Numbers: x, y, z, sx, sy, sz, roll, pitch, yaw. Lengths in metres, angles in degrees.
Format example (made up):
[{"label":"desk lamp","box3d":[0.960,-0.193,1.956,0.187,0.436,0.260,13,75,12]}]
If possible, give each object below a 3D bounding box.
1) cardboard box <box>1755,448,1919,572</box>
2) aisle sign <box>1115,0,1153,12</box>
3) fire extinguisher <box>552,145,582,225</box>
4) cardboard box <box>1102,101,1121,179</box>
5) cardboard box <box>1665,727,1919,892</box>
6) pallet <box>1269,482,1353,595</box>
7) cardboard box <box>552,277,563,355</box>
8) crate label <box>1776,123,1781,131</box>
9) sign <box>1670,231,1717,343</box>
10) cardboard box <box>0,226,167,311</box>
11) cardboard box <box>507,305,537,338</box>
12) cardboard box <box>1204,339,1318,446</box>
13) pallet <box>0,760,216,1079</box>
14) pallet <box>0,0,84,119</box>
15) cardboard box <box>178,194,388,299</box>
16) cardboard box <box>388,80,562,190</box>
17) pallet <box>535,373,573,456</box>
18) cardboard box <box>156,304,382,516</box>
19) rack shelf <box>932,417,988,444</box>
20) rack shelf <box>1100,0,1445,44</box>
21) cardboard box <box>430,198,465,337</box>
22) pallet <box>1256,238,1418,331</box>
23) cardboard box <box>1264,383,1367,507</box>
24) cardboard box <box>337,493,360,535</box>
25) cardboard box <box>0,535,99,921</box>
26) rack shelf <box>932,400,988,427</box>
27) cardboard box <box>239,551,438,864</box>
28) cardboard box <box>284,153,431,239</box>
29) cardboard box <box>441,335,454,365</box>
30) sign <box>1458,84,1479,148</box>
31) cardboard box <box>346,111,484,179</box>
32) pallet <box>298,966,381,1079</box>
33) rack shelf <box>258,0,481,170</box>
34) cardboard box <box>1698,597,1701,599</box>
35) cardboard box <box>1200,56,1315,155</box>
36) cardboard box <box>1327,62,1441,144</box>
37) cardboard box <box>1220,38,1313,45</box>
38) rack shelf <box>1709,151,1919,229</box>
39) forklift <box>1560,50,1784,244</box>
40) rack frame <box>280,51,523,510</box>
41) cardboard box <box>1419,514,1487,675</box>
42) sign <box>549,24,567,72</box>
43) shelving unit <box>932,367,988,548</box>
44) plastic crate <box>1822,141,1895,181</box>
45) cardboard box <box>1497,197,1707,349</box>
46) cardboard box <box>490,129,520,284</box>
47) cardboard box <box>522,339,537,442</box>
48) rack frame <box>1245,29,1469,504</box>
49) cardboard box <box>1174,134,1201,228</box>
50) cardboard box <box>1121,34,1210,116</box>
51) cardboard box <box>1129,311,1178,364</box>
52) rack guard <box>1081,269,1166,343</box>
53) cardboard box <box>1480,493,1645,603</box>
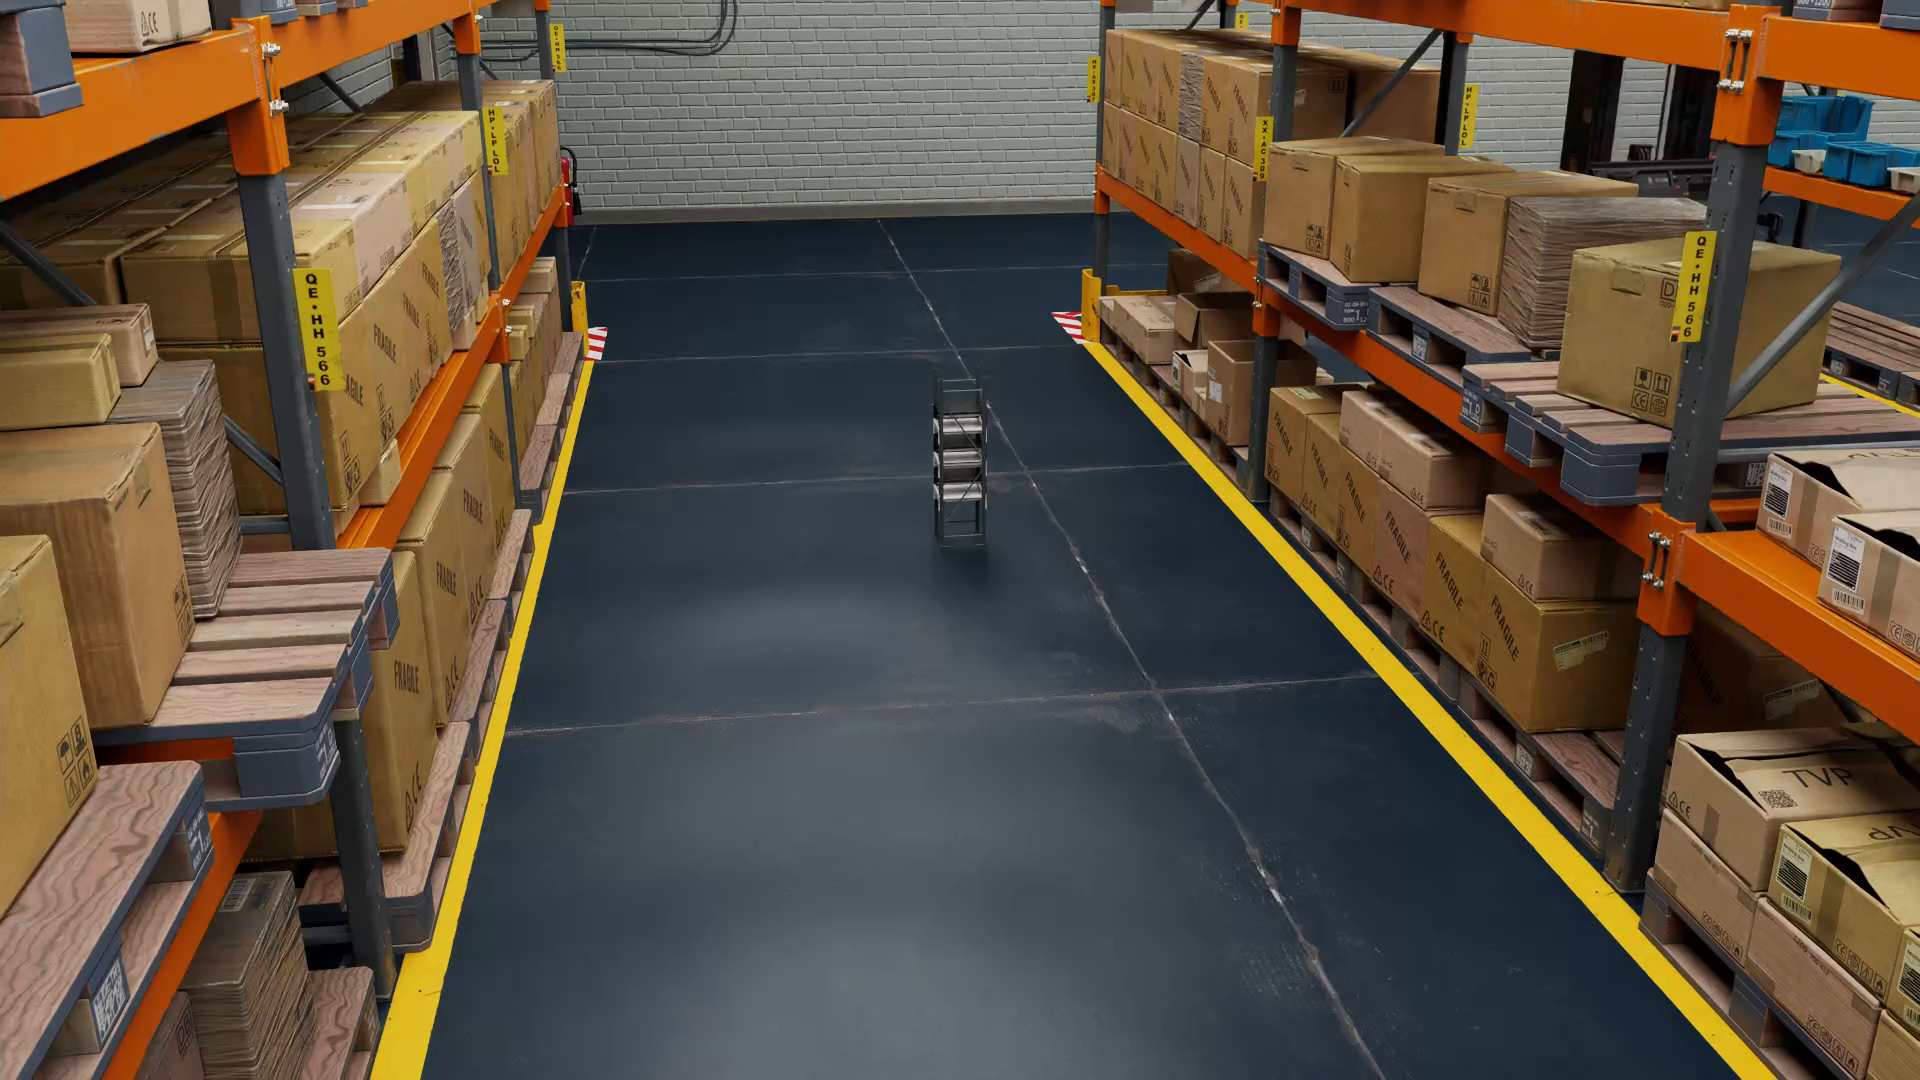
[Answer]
[{"label":"cardboard box","box3d":[2.694,-0.095,4.810,0.500,0.311,0.500,-2,21,-4]},{"label":"aisle sign","box3d":[1.231,-4.261,12.123,0.394,0.787,0.004,-3,21,-8]},{"label":"fire extinguisher","box3d":[-2.935,-2.648,12.162,0.296,0.674,0.183,-3,21,-8]},{"label":"cardboard box","box3d":[1.335,-2.914,12.089,0.500,0.500,0.500,-2,21,-7]},{"label":"cardboard box","box3d":[2.470,0.760,4.922,0.500,0.311,0.500,-2,21,-6]},{"label":"pallet","box3d":[2.263,-0.064,8.585,1.003,0.211,1.213,-3,21,-8]},{"label":"cardboard box","box3d":[-3.170,-1.572,11.610,0.700,0.500,0.500,-3,21,-8]},{"label":"crate label","box3d":[6.143,-3.131,12.965,0.416,0.233,0.303,-3,21,-8]},{"label":"sign","box3d":[2.149,-0.739,4.867,0.100,0.325,0.005,-3,21,-8]},{"label":"cardboard box","box3d":[-2.539,-0.704,4.647,0.500,0.250,0.500,-2,21,-6]},{"label":"cardboard box","box3d":[-2.744,-1.301,9.957,0.380,0.149,0.250,-4,21,-9]},{"label":"cardboard box","box3d":[1.745,-0.868,9.696,0.500,0.500,0.500,-3,21,-8]},{"label":"pallet","box3d":[-1.891,0.760,2.669,1.003,0.211,1.213,-3,21,-8]},{"label":"pallet","box3d":[-1.776,-0.524,1.813,1.213,0.211,1.003,-3,21,-8]},{"label":"cardboard box","box3d":[-2.105,-0.917,5.215,0.500,0.250,0.500,-3,21,-9]},{"label":"cardboard box","box3d":[-3.286,-2.748,11.358,0.980,0.700,0.700,-2,21,-5]},{"label":"pallet","box3d":[-3.005,-0.783,10.510,1.003,0.211,1.213,-3,21,-8]},{"label":"cardboard box","box3d":[-2.033,-0.390,4.877,0.500,0.500,0.500,-2,21,-6]},{"label":"rack shelf","box3d":[-0.001,-0.562,8.515,0.258,0.077,0.200,-3,21,-8]},{"label":"rack shelf","box3d":[1.820,-3.410,10.301,1.077,0.370,4.000,-3,21,-8]},{"label":"cardboard box","box3d":[-2.330,-1.096,6.768,0.500,0.500,0.500,-3,21,-8]},{"label":"pallet","box3d":[2.115,-1.278,8.124,1.003,0.211,1.213,-3,21,-8]},{"label":"cardboard box","box3d":[1.937,-0.505,8.725,0.500,0.500,0.500,-4,21,-10]},{"label":"cardboard box","box3d":[-2.063,-0.119,5.077,0.380,0.149,0.250,-3,21,-7]},{"label":"cardboard box","box3d":[-1.937,0.326,2.785,0.700,0.500,0.500,-3,21,-8]},{"label":"rack shelf","box3d":[-0.001,-0.646,8.483,0.258,0.077,0.200,-3,21,-8]},{"label":"cardboard box","box3d":[-2.193,0.536,5.467,0.750,0.750,0.750,-3,21,-8]},{"label":"cardboard box","box3d":[-2.261,-1.266,6.150,0.500,0.250,0.500,-3,21,-9]},{"label":"cardboard box","box3d":[-2.346,-0.833,6.989,0.380,0.149,0.250,-3,21,-8]},{"label":"sign","box3d":[2.657,-2.221,8.722,0.100,0.325,0.005,-3,21,-8]},{"label":"cardboard box","box3d":[-2.473,-1.797,7.571,0.500,0.250,0.500,-2,21,-6]},{"label":"pallet","box3d":[-2.106,1.563,4.229,1.003,0.211,1.213,-3,21,-8]},{"label":"rack shelf","box3d":[-2.505,-1.774,5.920,1.077,0.370,4.000,-3,21,-8]},{"label":"cardboard box","box3d":[2.821,0.347,6.443,0.500,0.500,0.500,-4,21,-10]},{"label":"cardboard box","box3d":[1.702,-2.504,9.562,0.500,0.500,0.500,-3,21,-9]},{"label":"cardboard box","box3d":[2.319,-2.342,9.128,0.500,0.500,0.500,-2,21,-6]},{"label":"cardboard box","box3d":[2.021,-3.055,11.038,0.500,0.500,0.500,-2,21,-6]},{"label":"rack shelf","box3d":[6.722,-2.254,11.491,1.077,0.370,4.000,-3,21,-8]},{"label":"forklift","box3d":[4.458,-2.154,10.294,1.130,2.935,3.031,-4,21,-11]},{"label":"rack frame","box3d":[-2.793,-1.399,8.173,1.000,3.000,0.127,-3,21,-8]},{"label":"cardboard box","box3d":[2.243,0.209,6.813,0.500,0.500,0.500,-4,21,-10]},{"label":"sign","box3d":[-2.831,-3.459,11.698,0.100,0.325,0.005,-3,21,-8]},{"label":"shelving unit","box3d":[-0.001,-0.424,8.566,0.258,0.900,0.210,-3,21,-8]},{"label":"plastic crate","box3d":[6.333,-2.675,11.744,0.416,0.233,0.300,-3,21,-8]},{"label":"cardboard box","box3d":[2.540,-1.047,6.489,0.700,0.500,0.500,1,20,2]},{"label":"cardboard box","box3d":[-2.855,-1.728,8.626,0.980,0.700,0.700,-3,21,-7]},{"label":"cardboard box","box3d":[-2.869,-0.862,9.711,0.700,0.500,0.500,-3,21,-8]},{"label":"rack frame","box3d":[2.108,-1.650,8.846,1.000,3.000,0.127,-3,21,-8]},{"label":"cardboard box","box3d":[1.630,-2.213,10.211,0.500,0.500,0.500,-2,21,-7]},{"label":"cardboard box","box3d":[1.417,-3.202,11.431,0.500,0.500,0.500,-3,21,-7]},{"label":"cardboard box","box3d":[1.473,-1.404,11.489,0.500,0.250,0.500,-3,21,-8]},{"label":"rack guard","box3d":[1.542,-1.837,12.921,1.175,0.500,0.348,-3,21,-8]},{"label":"cardboard box","box3d":[2.305,0.018,6.254,0.500,0.250,0.500,-2,21,-6]}]
